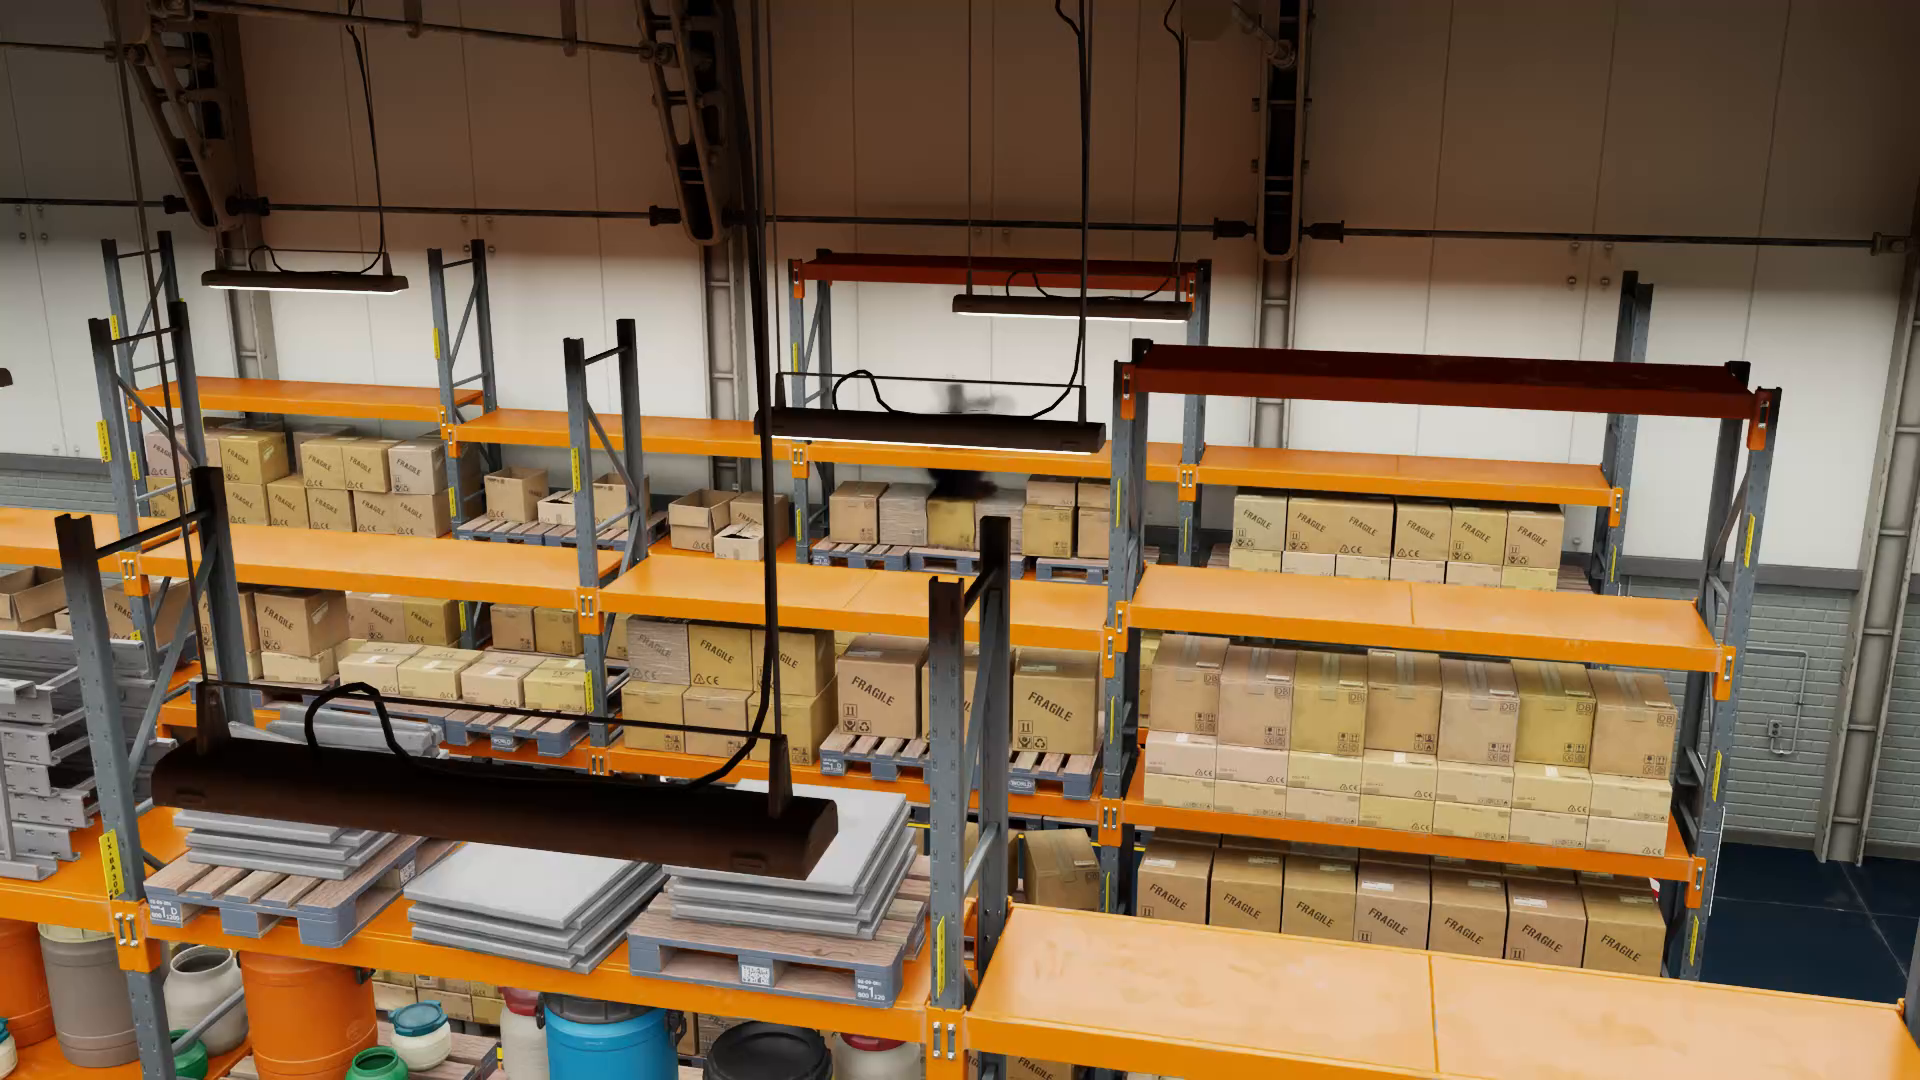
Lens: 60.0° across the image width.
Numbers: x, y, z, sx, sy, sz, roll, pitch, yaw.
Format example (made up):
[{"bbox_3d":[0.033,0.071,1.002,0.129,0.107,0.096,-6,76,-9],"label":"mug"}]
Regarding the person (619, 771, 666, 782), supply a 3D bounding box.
[{"bbox_3d":[-3.060,2.809,15.649,0.672,1.753,0.697,3,17,11],"label":"person"}]
